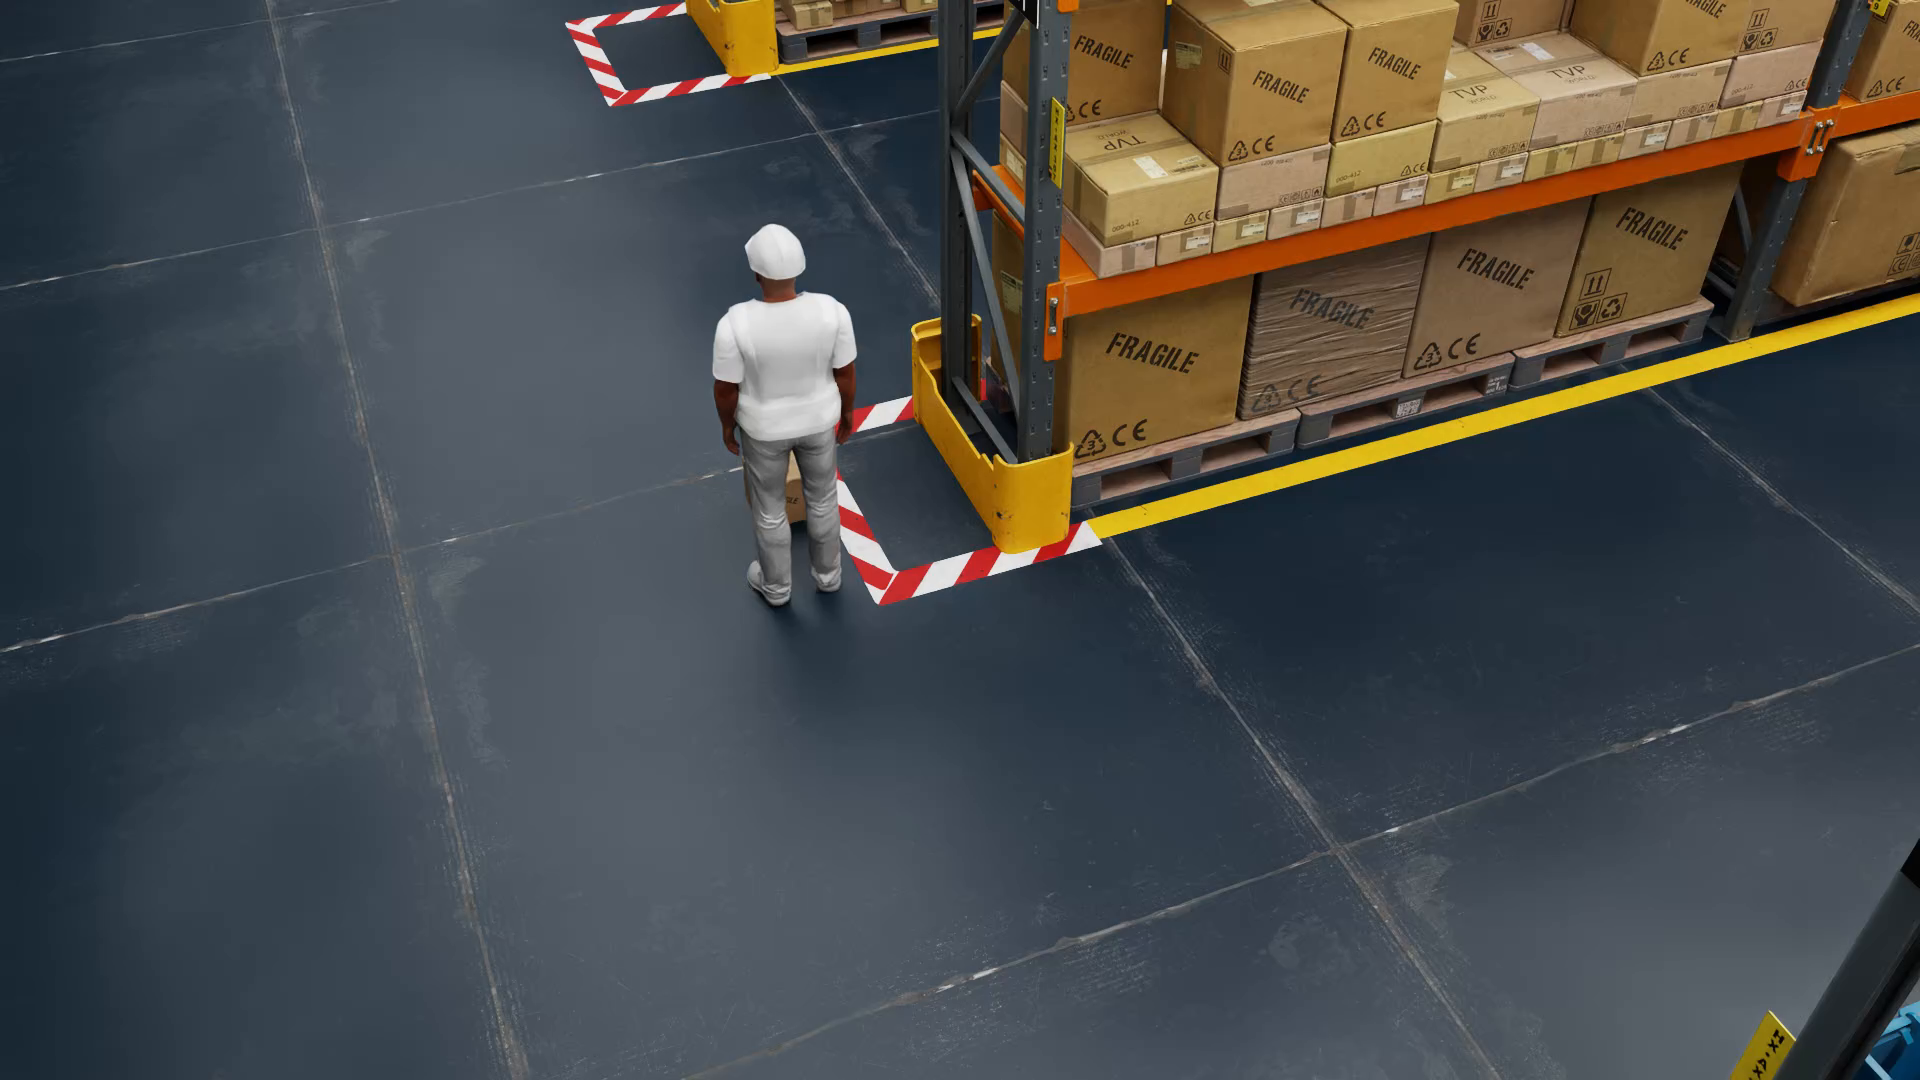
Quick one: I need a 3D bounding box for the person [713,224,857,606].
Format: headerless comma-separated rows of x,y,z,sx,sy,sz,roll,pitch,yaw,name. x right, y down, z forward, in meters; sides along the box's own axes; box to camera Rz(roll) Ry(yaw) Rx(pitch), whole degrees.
-0.694,-0.487,6.696,0.569,1.781,0.362,-10,42,-11,person
